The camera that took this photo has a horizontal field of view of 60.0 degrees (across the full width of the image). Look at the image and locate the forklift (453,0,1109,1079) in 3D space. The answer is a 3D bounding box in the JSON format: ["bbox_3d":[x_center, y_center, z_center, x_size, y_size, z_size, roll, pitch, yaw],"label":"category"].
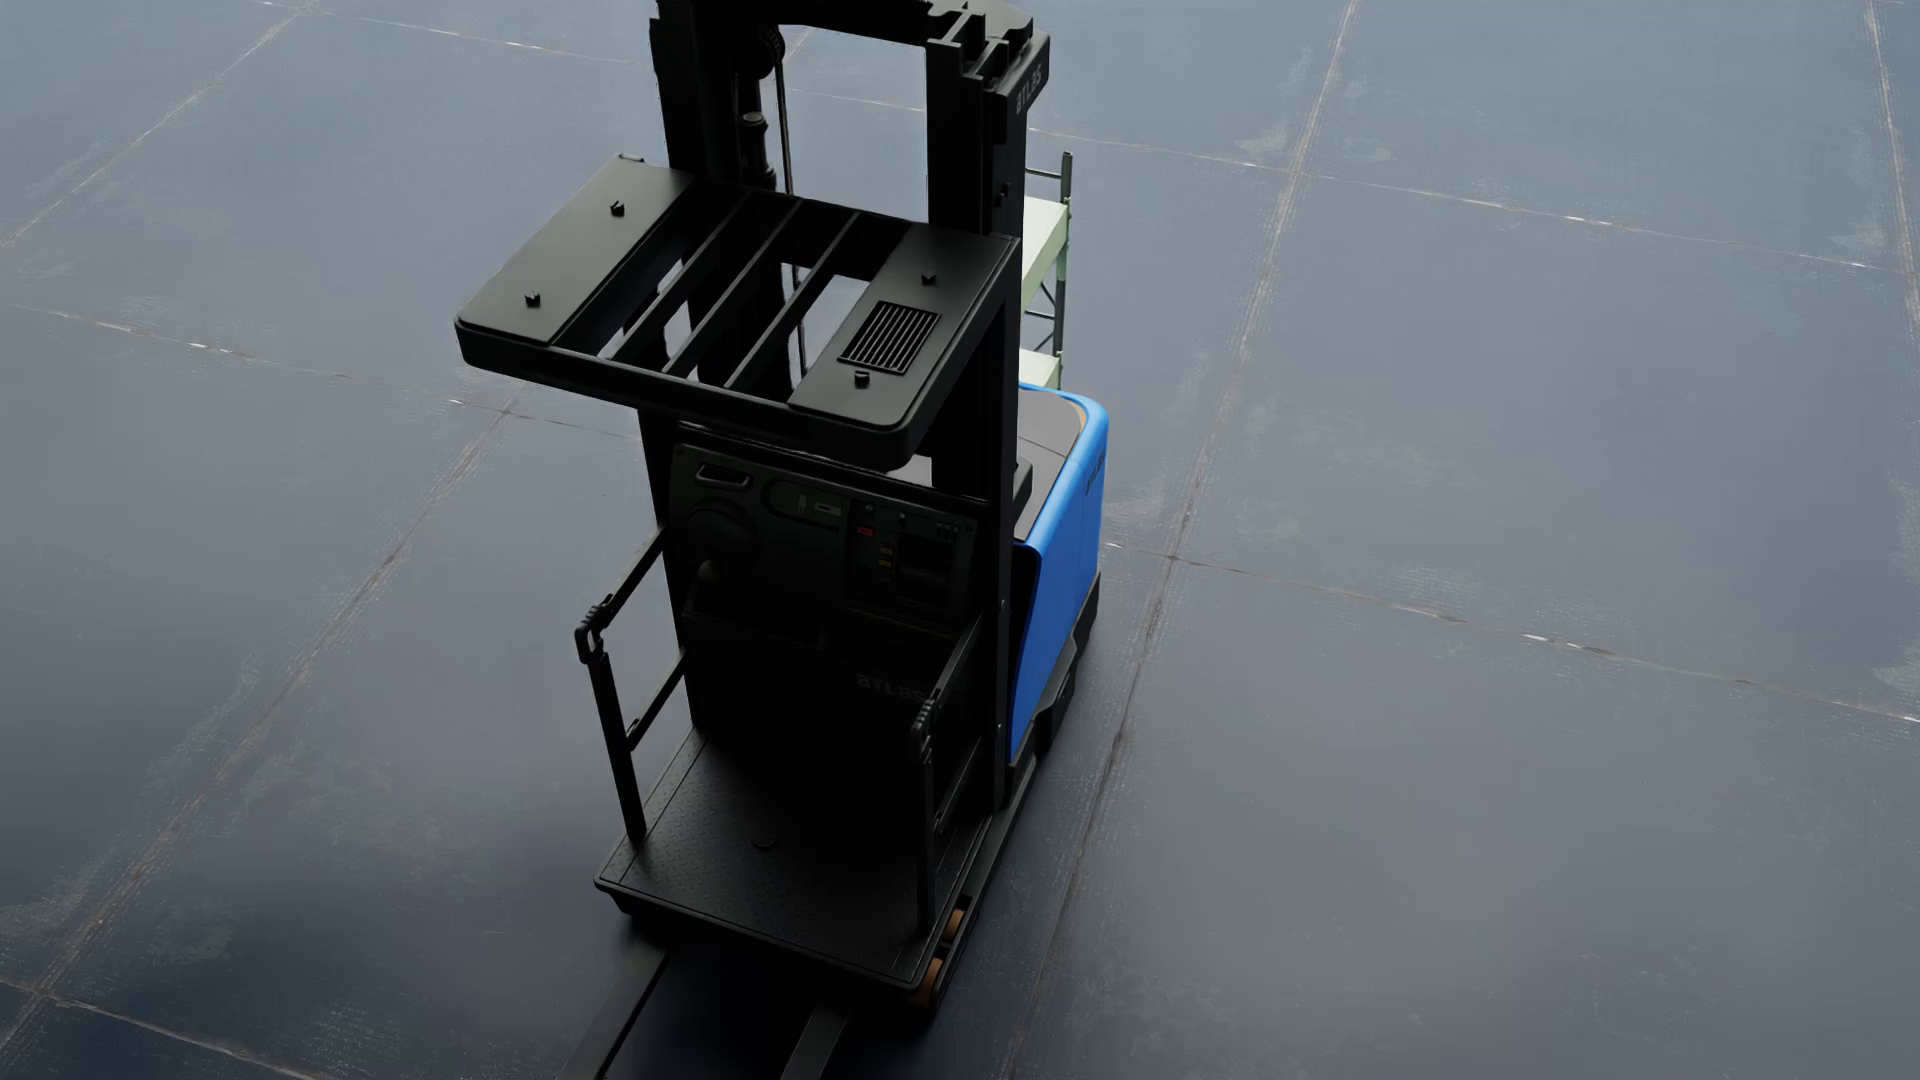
[{"bbox_3d":[-0.470,0.089,4.564,1.130,2.935,3.031,15,46,15],"label":"forklift"}]

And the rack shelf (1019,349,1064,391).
[{"bbox_3d":[0.091,-0.441,6.595,0.431,0.370,0.720,15,46,15],"label":"rack shelf"}]

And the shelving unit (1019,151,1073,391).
[{"bbox_3d":[0.091,-0.674,6.367,0.431,1.500,0.755,15,46,15],"label":"shelving unit"}]

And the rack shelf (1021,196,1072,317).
[{"bbox_3d":[0.091,-0.953,6.094,0.431,0.370,0.720,15,46,15],"label":"rack shelf"}]

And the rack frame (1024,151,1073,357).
[{"bbox_3d":[0.220,-0.914,6.612,0.400,1.500,0.023,15,46,15],"label":"rack frame"}]
